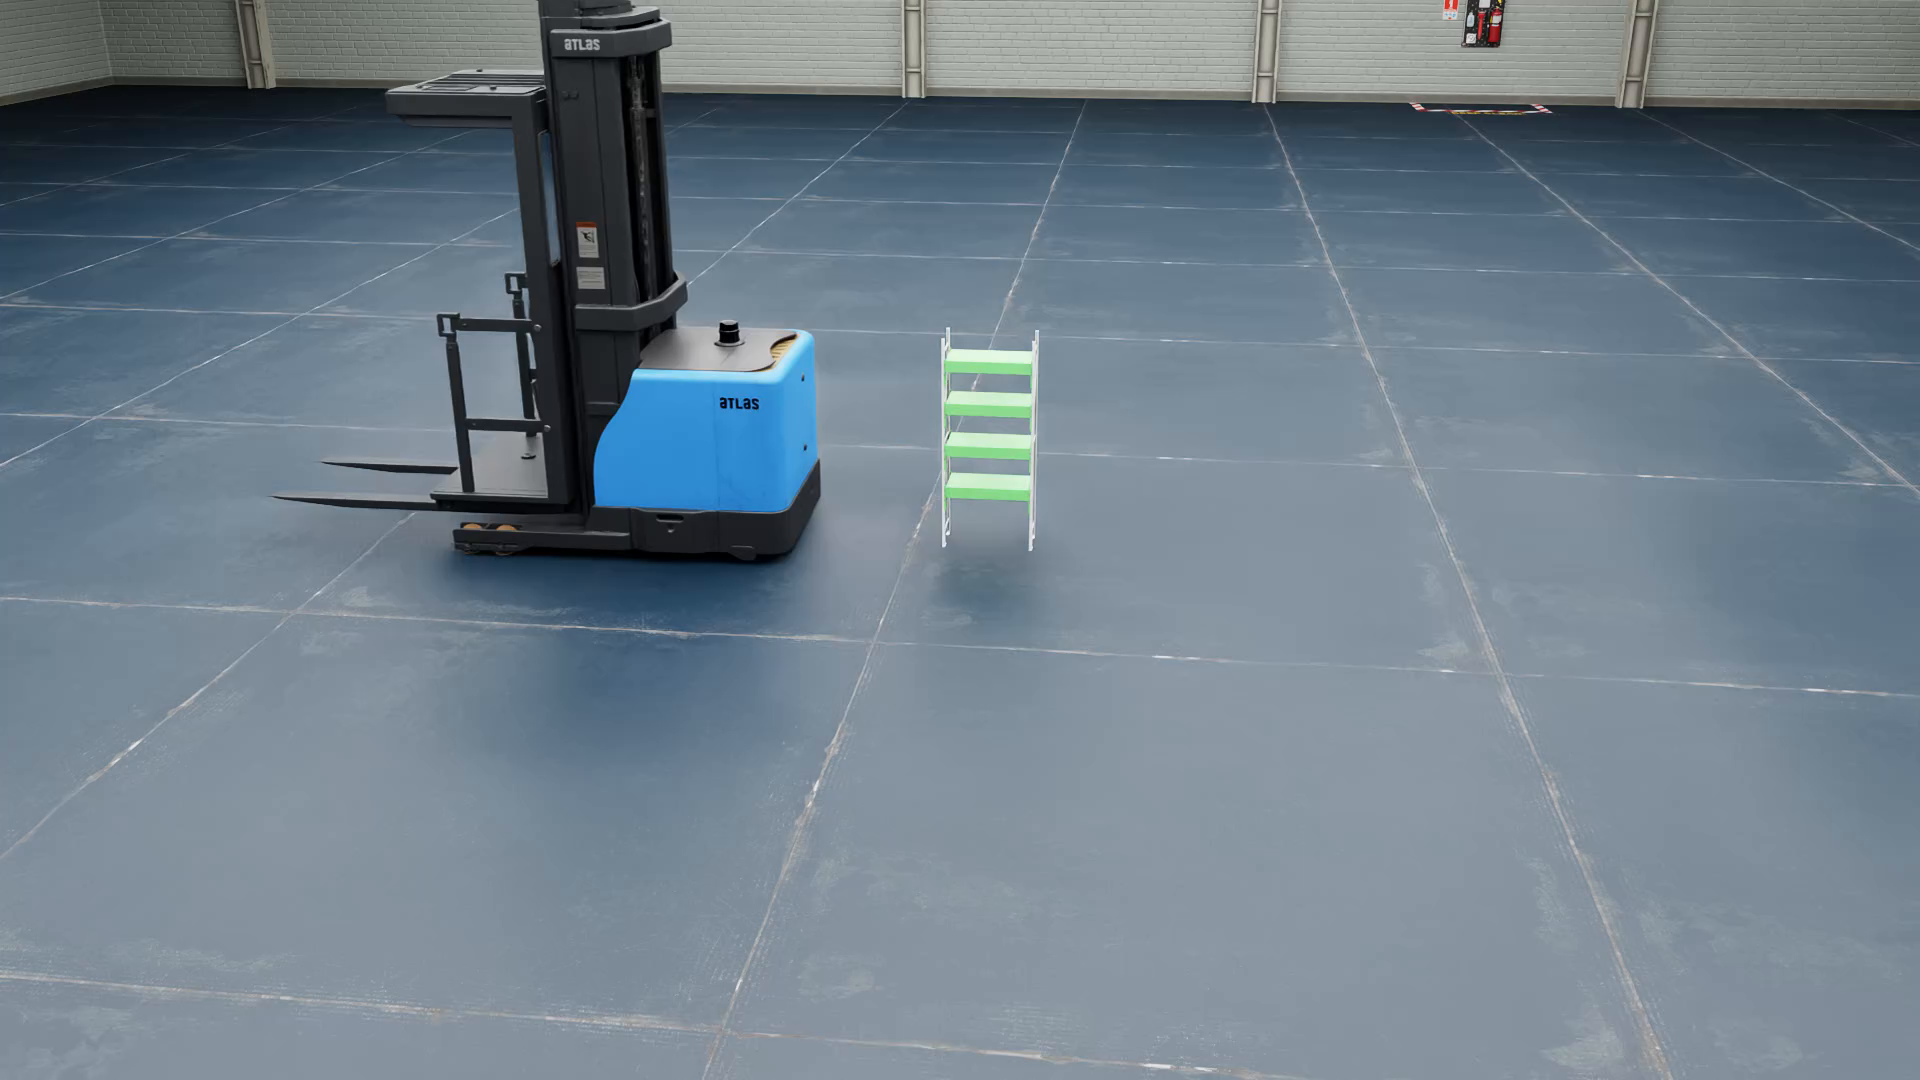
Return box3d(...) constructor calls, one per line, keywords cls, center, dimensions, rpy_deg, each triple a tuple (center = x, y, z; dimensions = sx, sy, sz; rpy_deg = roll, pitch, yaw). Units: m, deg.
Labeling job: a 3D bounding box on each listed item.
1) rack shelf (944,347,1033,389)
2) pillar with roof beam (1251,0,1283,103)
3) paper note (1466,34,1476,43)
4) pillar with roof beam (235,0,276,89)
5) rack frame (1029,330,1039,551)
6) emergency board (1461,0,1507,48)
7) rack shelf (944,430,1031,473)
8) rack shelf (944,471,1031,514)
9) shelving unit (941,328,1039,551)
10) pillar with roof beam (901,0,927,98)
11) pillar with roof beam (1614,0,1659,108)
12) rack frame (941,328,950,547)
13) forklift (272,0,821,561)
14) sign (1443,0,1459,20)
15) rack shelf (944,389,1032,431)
box3d(cls="rack shelf", center=(0.164, -0.938, 9.048), dimensions=(0.480, 0.148, 0.258), rpy_deg=(2, 22, 6))
box3d(cls="pillar with roof beam", center=(4.660, -10.081, 22.700), dimensions=(0.400, 9.000, 9.100), rpy_deg=(2, 22, 6))
box3d(cls="paper note", center=(8.508, -8.348, 27.673), dimensions=(0.142, 0.148, 0.016), rpy_deg=(2, 22, 6))
box3d(cls="pillar with roof beam", center=(-13.215, -10.860, 24.670), dimensions=(0.400, 9.000, 9.100), rpy_deg=(2, 22, 6))
box3d(cls="rack frame", center=(0.407, -0.540, 9.174), dimensions=(0.015, 1.200, 0.240), rpy_deg=(2, 22, 6))
box3d(cls="emergency board", center=(8.675, -8.724, 27.428), dimensions=(0.643, 1.169, 0.194), rpy_deg=(2, 22, 6))
box3d(cls="rack shelf", center=(0.164, -0.491, 9.225), dimensions=(0.480, 0.148, 0.258), rpy_deg=(2, 22, 6))
box3d(cls="rack shelf", center=(0.164, -0.268, 9.313), dimensions=(0.480, 0.148, 0.258), rpy_deg=(2, 22, 6))
box3d(cls="shelving unit", center=(0.164, -0.551, 9.201), dimensions=(0.503, 1.200, 0.258), rpy_deg=(2, 22, 6))
box3d(cls="pillar with roof beam", center=(-1.299, -10.341, 23.357), dimensions=(0.400, 9.000, 9.100), rpy_deg=(2, 22, 6))
box3d(cls="pillar with roof beam", center=(10.618, -9.822, 22.044), dimensions=(0.400, 9.000, 9.100), rpy_deg=(2, 22, 6))
box3d(cls="rack frame", center=(-0.078, -0.561, 9.228), dimensions=(0.015, 1.200, 0.240), rpy_deg=(2, 22, 6))
box3d(cls="forklift", center=(-2.381, -1.466, 9.161), dimensions=(3.031, 2.935, 1.130), rpy_deg=(2, 22, 6))
box3d(cls="sign", center=(8.138, -8.803, 27.577), dimensions=(0.234, 0.329, 0.001), rpy_deg=(2, 22, 6))
box3d(cls="rack shelf", center=(0.164, -0.715, 9.136), dimensions=(0.480, 0.148, 0.258), rpy_deg=(2, 22, 6))
